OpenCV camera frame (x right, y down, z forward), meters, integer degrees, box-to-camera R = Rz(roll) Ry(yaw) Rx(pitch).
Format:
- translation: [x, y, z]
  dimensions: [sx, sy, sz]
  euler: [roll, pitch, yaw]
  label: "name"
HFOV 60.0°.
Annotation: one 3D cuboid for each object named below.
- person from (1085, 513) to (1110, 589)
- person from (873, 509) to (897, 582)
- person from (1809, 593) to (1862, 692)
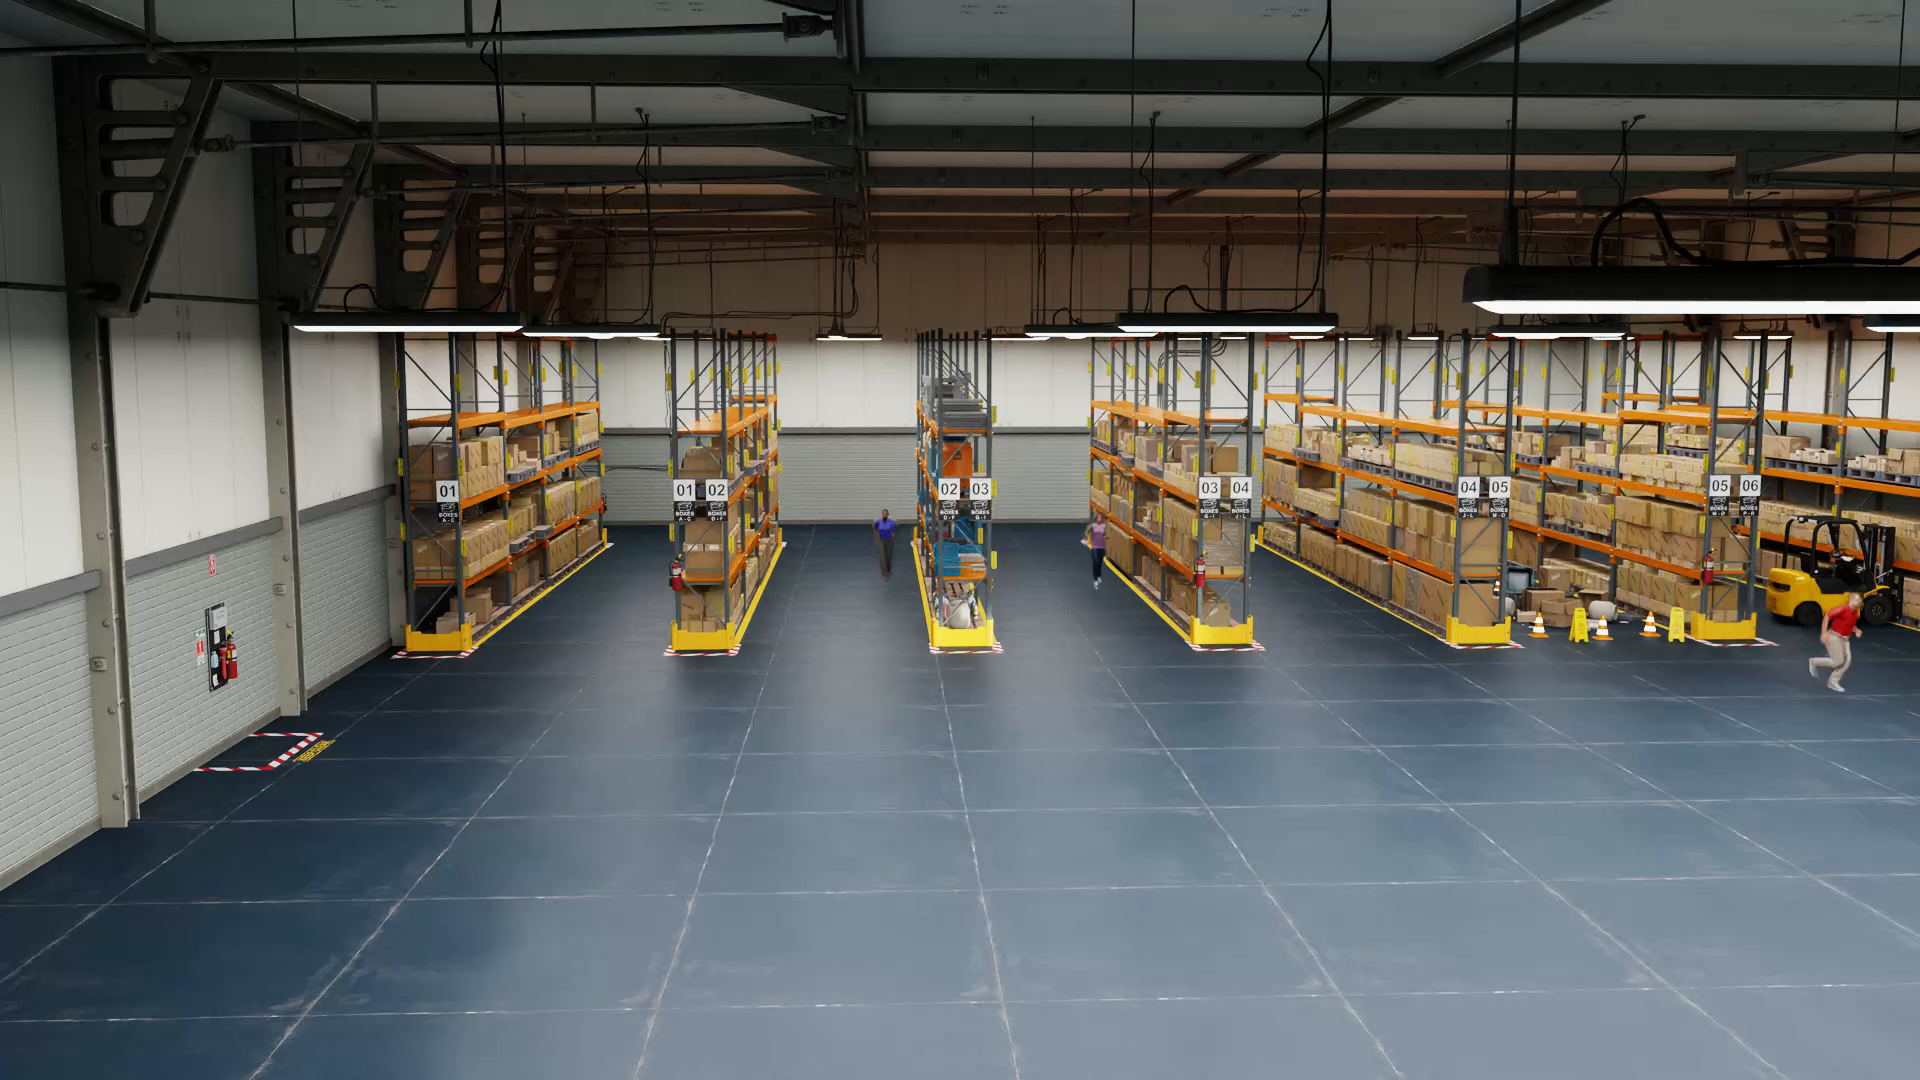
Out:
- translation: [3.118, 0.241, 37.497]
  dimensions: [0.508, 1.660, 0.697]
  euler: [-1, 7, -8]
  label: "person"
- translation: [-1.730, 0.100, 38.511]
  dimensions: [0.559, 1.660, 0.761]
  euler: [0, 7, -1]
  label: "person"
- translation: [14.555, 1.675, 27.639]
  dimensions: [0.658, 1.667, 0.775]
  euler: [-5, 8, -36]
  label: "person"
